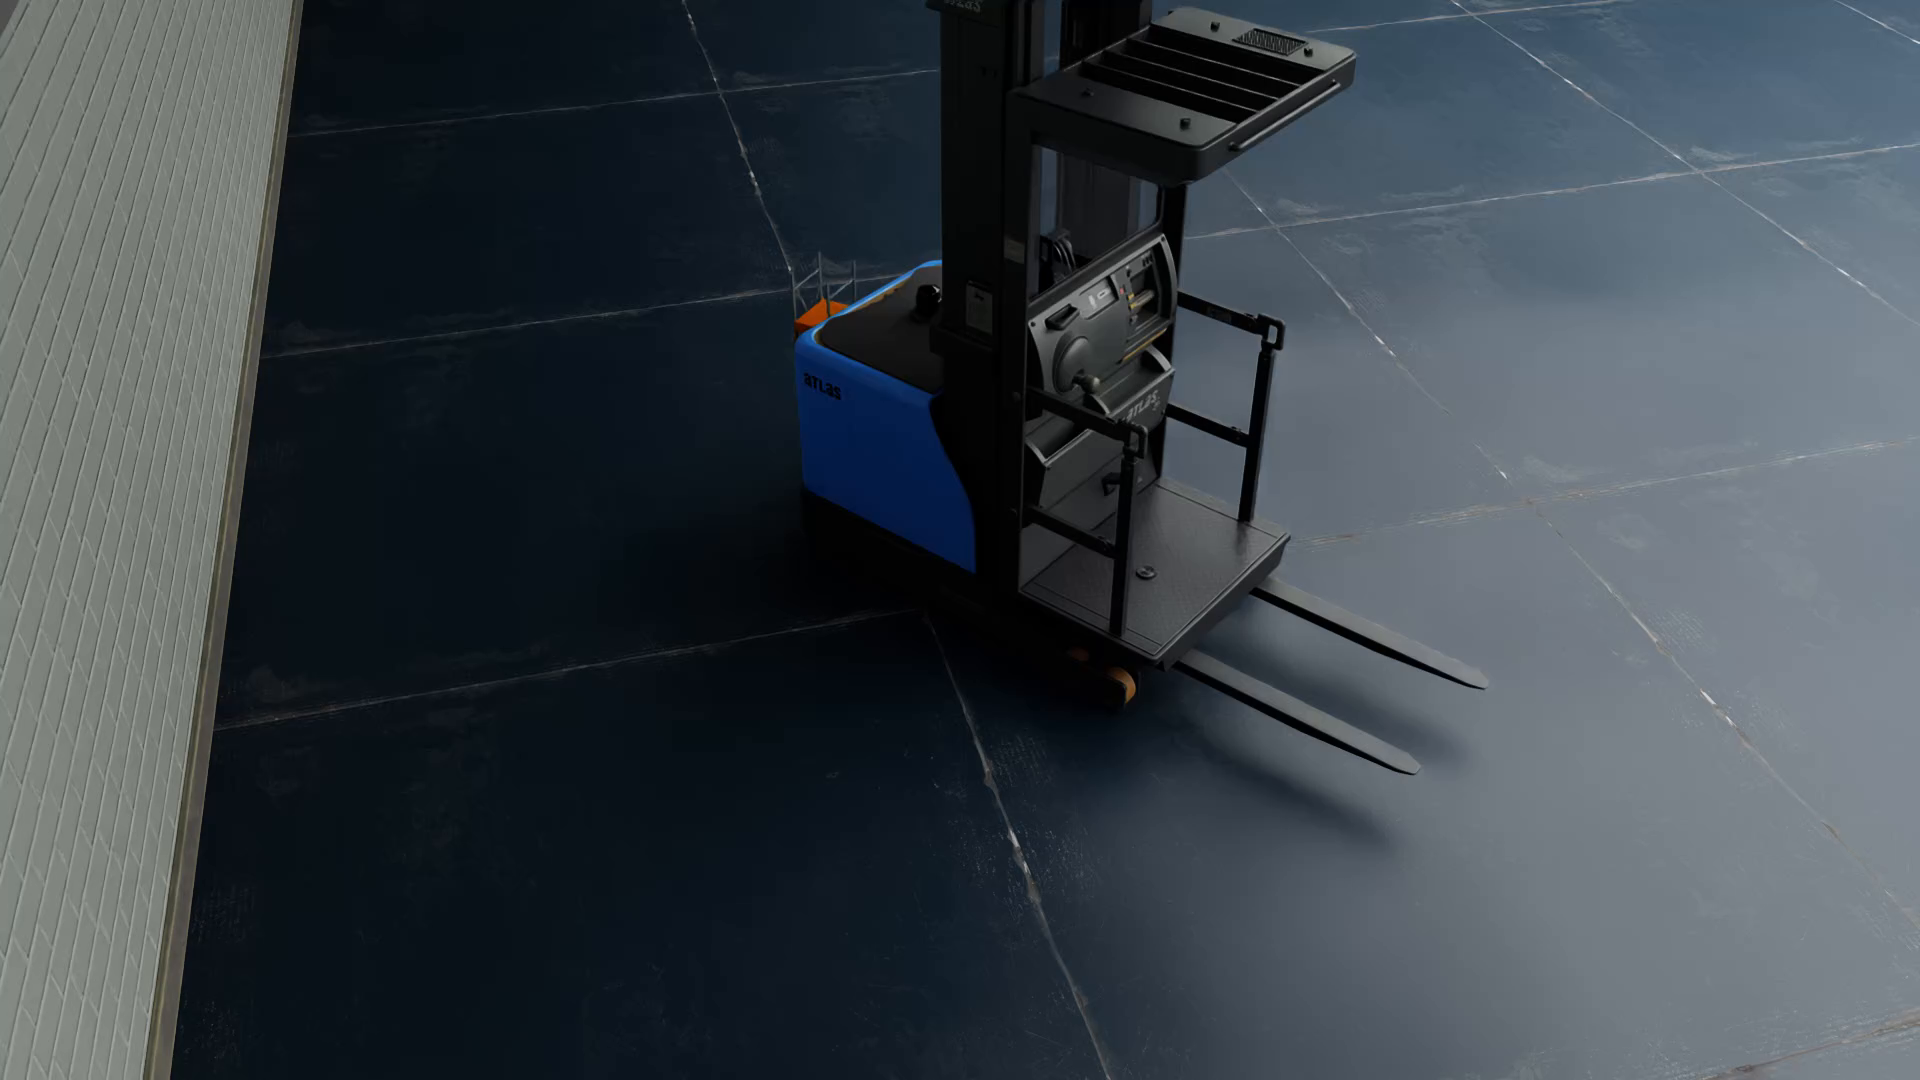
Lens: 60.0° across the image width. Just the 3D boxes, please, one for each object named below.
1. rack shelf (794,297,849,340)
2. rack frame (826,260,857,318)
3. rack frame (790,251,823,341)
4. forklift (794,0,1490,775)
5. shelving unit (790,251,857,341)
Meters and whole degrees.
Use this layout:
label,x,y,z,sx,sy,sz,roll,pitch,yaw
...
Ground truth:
label,x,y,z,sx,sy,sz,roll,pitch,yaw
rack shelf,-0.606,-0.982,7.526,0.180,0.103,0.258,18,41,22
rack frame,-0.526,-0.704,7.682,0.006,1.200,0.240,18,41,22
rack frame,-0.687,-0.757,7.751,0.006,1.200,0.240,18,41,22
forklift,0.735,-0.842,6.438,3.031,2.935,1.130,26,45,30
shelving unit,-0.606,-0.731,7.717,0.189,1.200,0.258,18,41,22
